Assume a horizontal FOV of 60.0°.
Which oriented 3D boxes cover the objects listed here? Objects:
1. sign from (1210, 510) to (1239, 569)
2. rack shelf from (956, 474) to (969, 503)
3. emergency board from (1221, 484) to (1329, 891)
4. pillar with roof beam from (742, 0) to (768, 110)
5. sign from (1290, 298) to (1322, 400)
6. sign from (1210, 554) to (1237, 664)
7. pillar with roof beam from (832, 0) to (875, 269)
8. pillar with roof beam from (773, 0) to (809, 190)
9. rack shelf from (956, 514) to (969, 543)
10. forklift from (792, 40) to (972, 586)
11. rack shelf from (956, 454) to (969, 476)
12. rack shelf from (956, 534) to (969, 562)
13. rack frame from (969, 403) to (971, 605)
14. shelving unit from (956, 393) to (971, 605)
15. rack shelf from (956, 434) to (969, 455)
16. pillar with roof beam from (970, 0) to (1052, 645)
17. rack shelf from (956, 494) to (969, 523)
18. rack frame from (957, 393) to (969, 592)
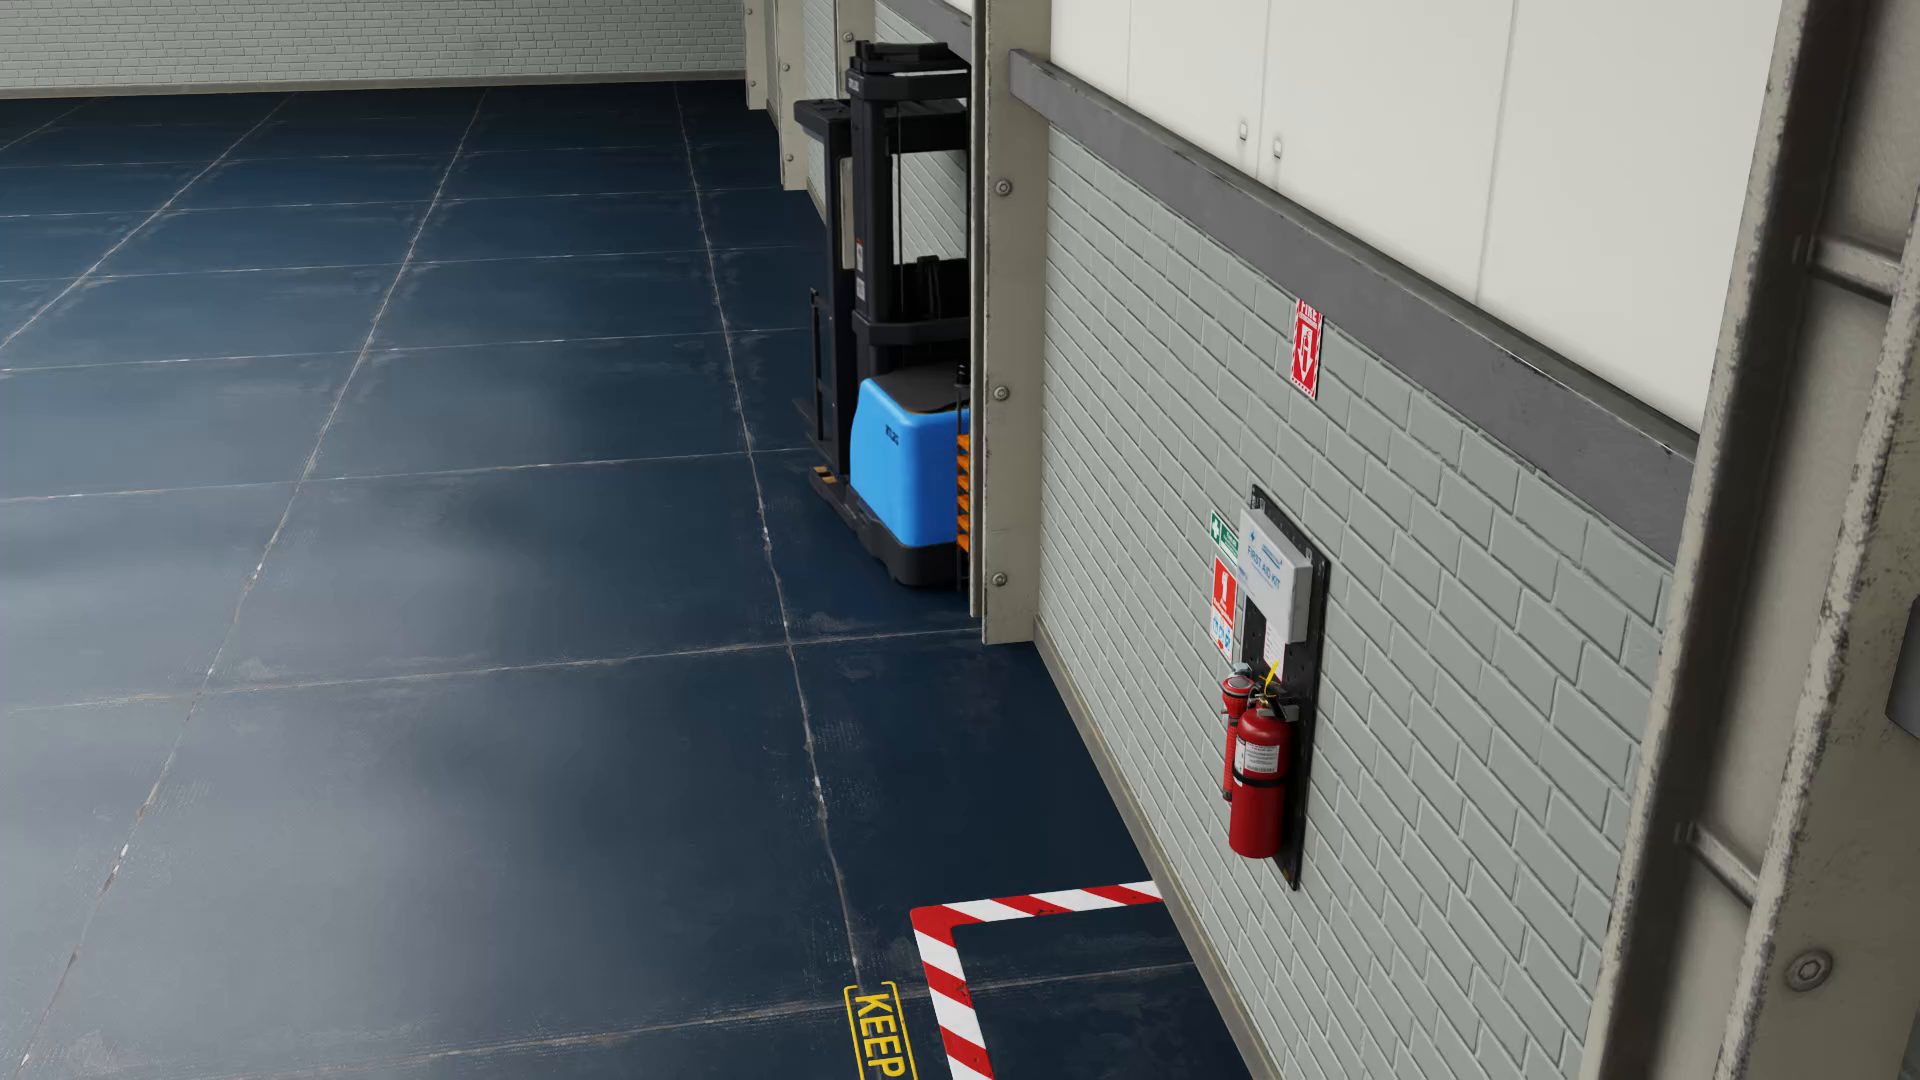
[{"bbox_3d":[0.926,0.003,5.788,0.001,0.109,0.331,-4,24,-10],"label":"sign"},{"bbox_3d":[0.131,-0.303,9.255,0.258,0.103,0.180,-9,25,-19],"label":"rack shelf"},{"bbox_3d":[0.935,0.485,5.391,0.194,1.169,0.643,-4,24,-10],"label":"emergency board"},{"bbox_3d":[-7.315,-10.411,22.843,9.100,9.000,0.400,-4,24,-10],"label":"pillar with roof beam"},{"bbox_3d":[1.031,-0.588,4.951,0.001,0.298,0.199,-4,24,-10],"label":"sign"},{"bbox_3d":[0.934,0.244,5.899,0.001,0.329,0.234,-4,24,-10],"label":"sign"},{"bbox_3d":[-5.096,-5.690,12.036,9.100,9.000,0.400,-4,24,-10],"label":"pillar with roof beam"},{"bbox_3d":[-6.205,-8.051,17.440,9.100,9.000,0.400,-4,24,-10],"label":"pillar with roof beam"},{"bbox_3d":[0.131,-0.083,9.351,0.258,0.103,0.180,-9,25,-19],"label":"rack shelf"},{"bbox_3d":[-0.358,-1.643,10.349,1.130,2.935,3.031,-9,25,-19],"label":"forklift"},{"bbox_3d":[0.131,-0.412,9.207,0.258,0.103,0.180,-9,25,-19],"label":"rack shelf"},{"bbox_3d":[0.131,0.027,9.399,0.258,0.103,0.180,-9,25,-19],"label":"rack shelf"},{"bbox_3d":[0.164,-0.199,9.207,0.240,1.200,0.006,-9,25,-19],"label":"rack frame"},{"bbox_3d":[0.131,-0.233,9.285,0.258,1.200,0.189,-9,25,-19],"label":"shelving unit"},{"bbox_3d":[0.131,-0.522,9.159,0.258,0.103,0.180,-9,25,-19],"label":"rack shelf"},{"bbox_3d":[-3.986,-3.330,6.632,9.100,9.000,0.400,-4,24,-10],"label":"pillar with roof beam"},{"bbox_3d":[0.131,-0.193,9.303,0.258,0.103,0.180,-9,25,-19],"label":"rack shelf"},{"bbox_3d":[0.099,-0.268,9.363,0.240,1.200,0.006,-9,25,-19],"label":"rack frame"}]
